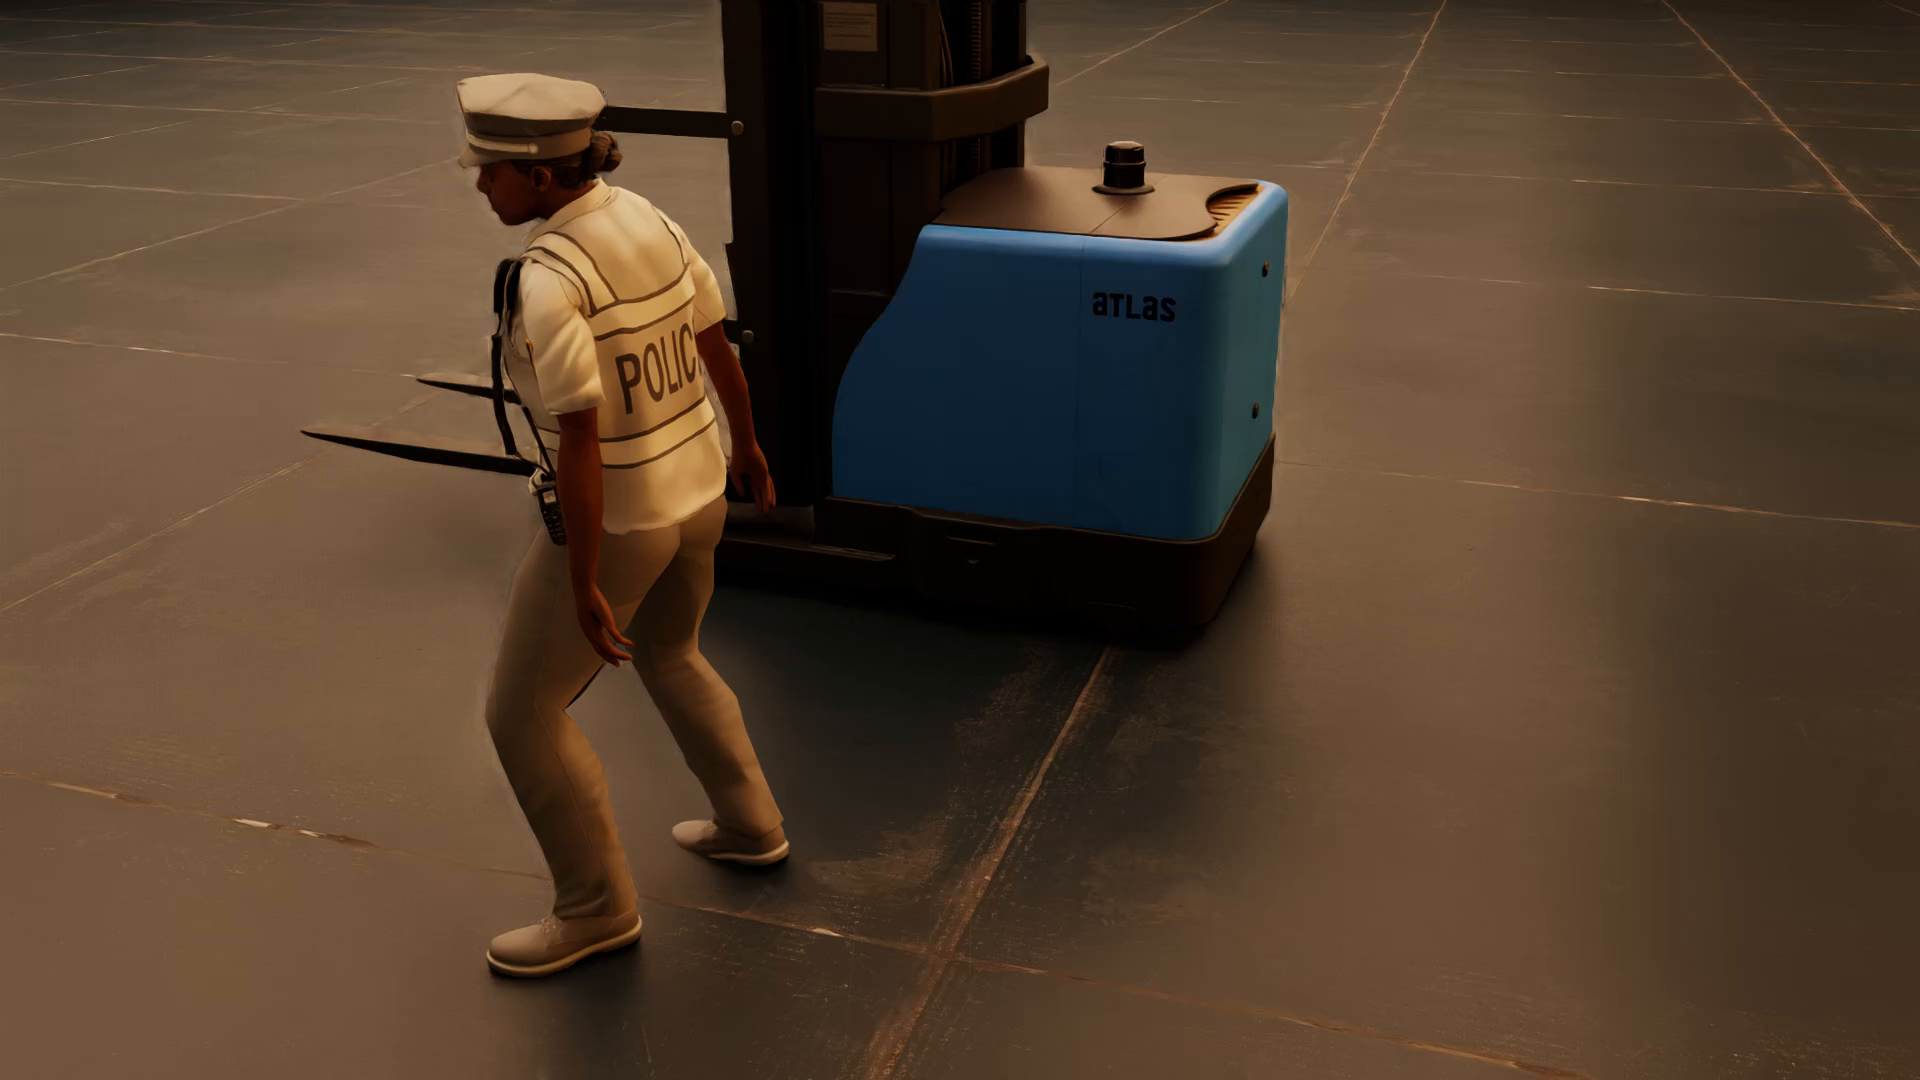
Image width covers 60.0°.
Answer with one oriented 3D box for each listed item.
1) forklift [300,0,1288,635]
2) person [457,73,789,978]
[{"bbox_3d":[-0.607,-1.430,4.743,3.031,2.935,1.130,8,24,18],"label":"forklift"},{"bbox_3d":[-0.619,-0.033,3.128,0.432,1.634,0.798,9,24,22],"label":"person"}]
